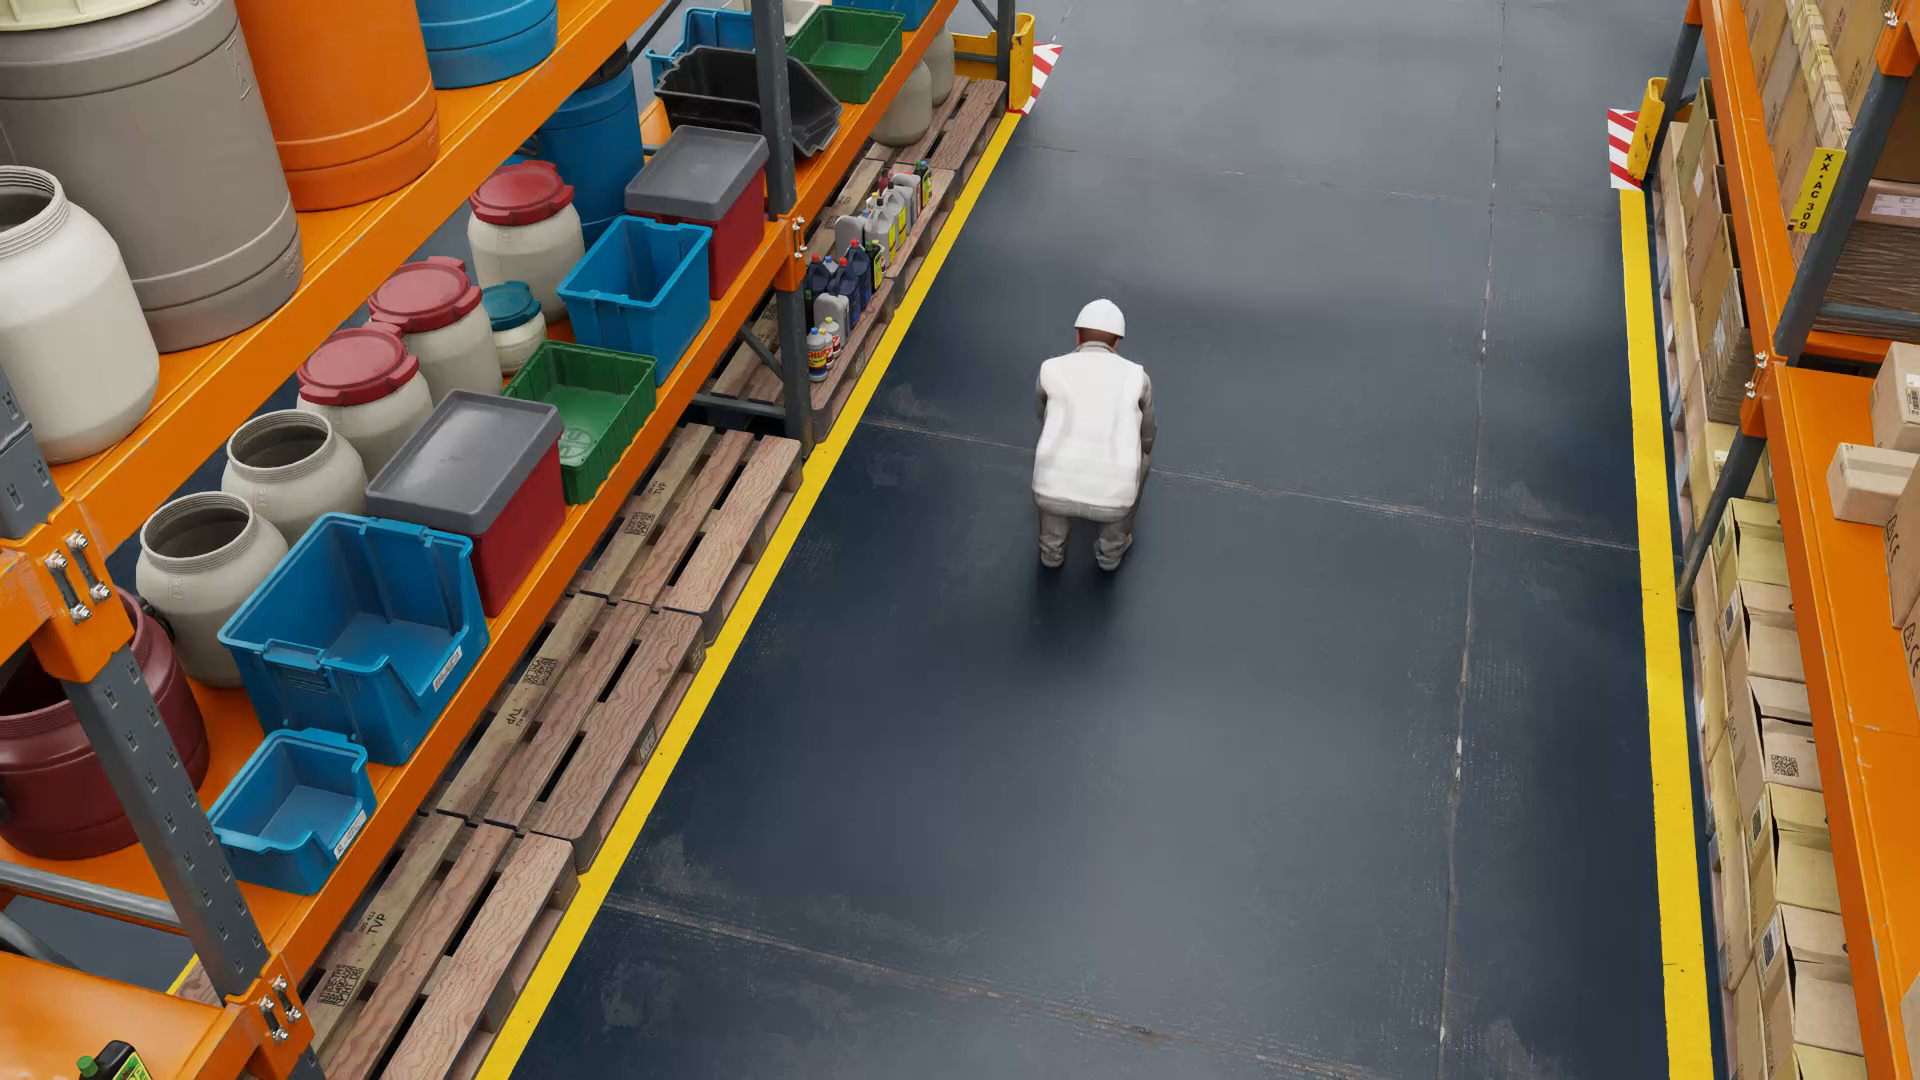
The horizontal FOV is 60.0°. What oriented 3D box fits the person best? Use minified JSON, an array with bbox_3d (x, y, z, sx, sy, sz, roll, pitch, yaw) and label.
[{"bbox_3d":[0.568,-0.400,7.196,0.532,1.006,0.867,10,42,11],"label":"person"}]
